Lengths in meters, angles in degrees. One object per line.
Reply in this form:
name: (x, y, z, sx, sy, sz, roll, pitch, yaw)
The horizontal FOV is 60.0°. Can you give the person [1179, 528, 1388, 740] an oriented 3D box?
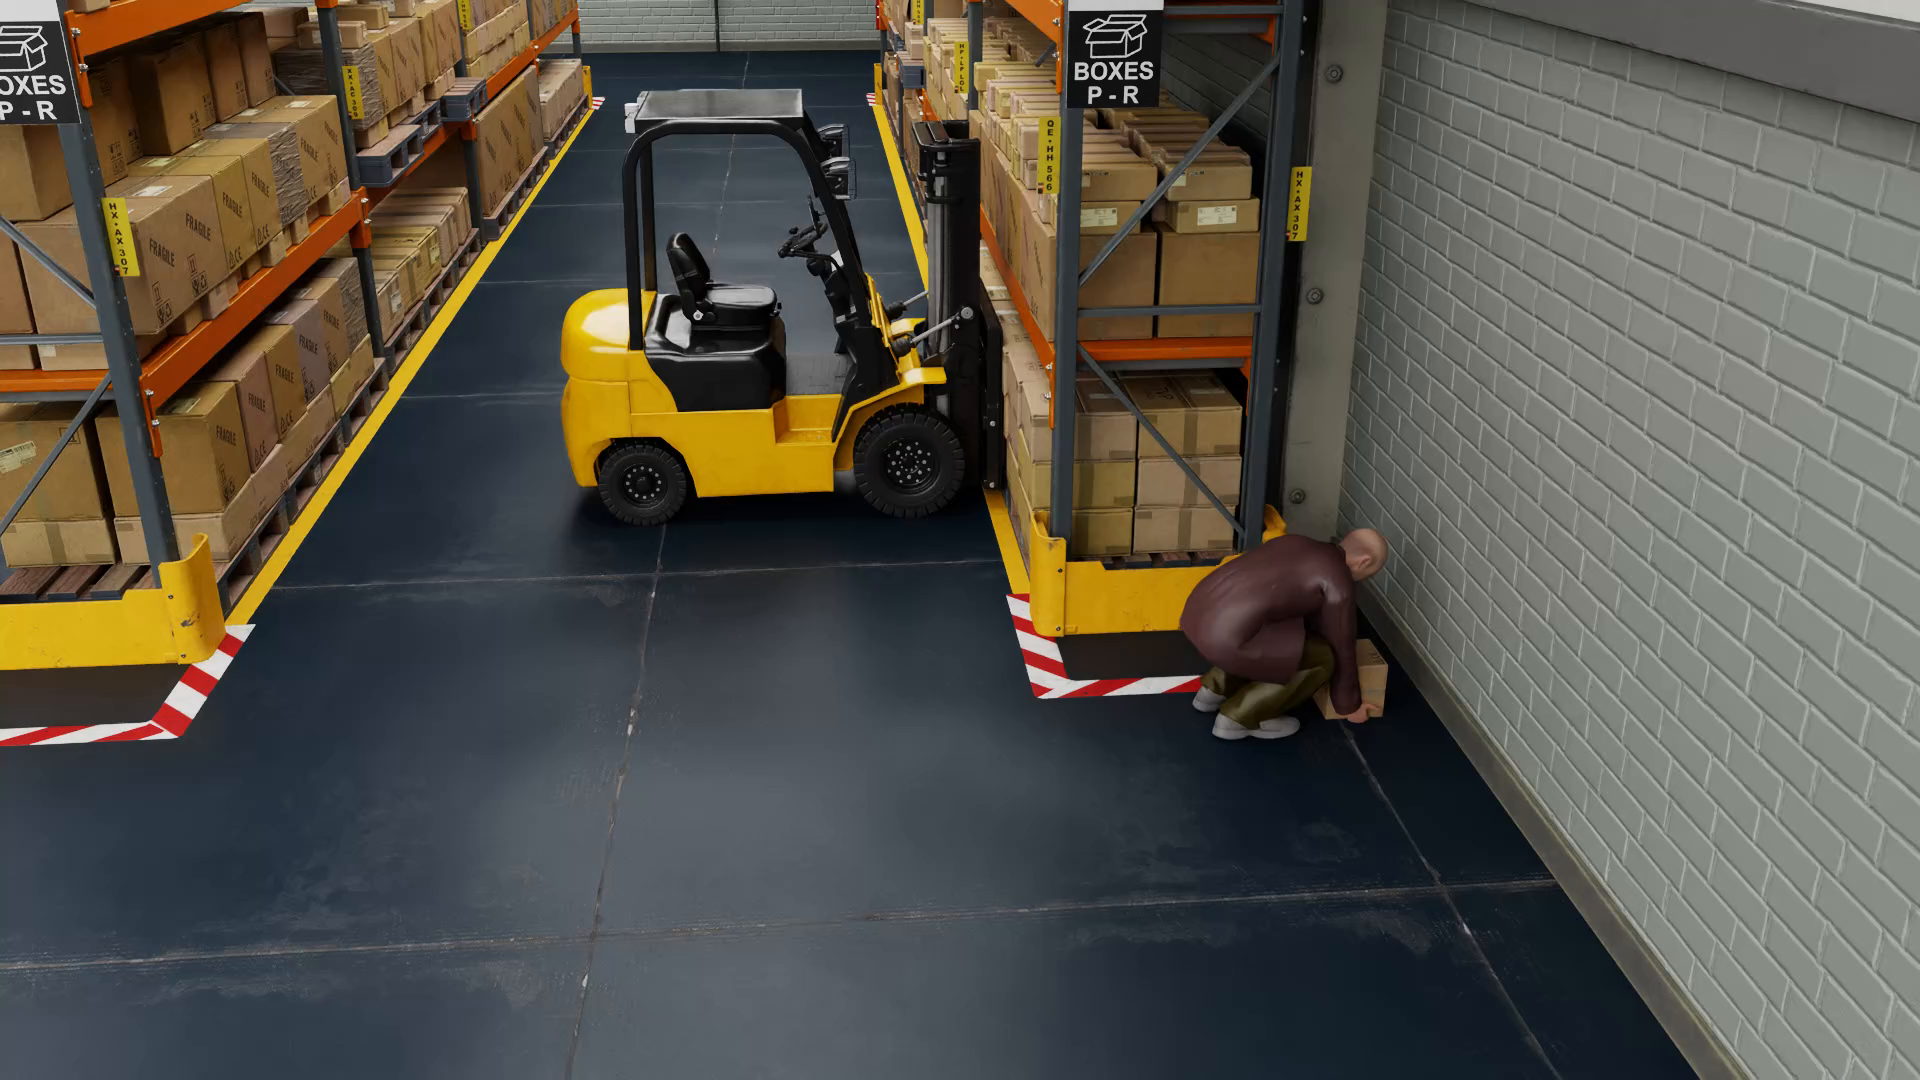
person: (1.362, 0.414, 6.981, 0.918, 0.831, 0.578, -6, 24, -13)
